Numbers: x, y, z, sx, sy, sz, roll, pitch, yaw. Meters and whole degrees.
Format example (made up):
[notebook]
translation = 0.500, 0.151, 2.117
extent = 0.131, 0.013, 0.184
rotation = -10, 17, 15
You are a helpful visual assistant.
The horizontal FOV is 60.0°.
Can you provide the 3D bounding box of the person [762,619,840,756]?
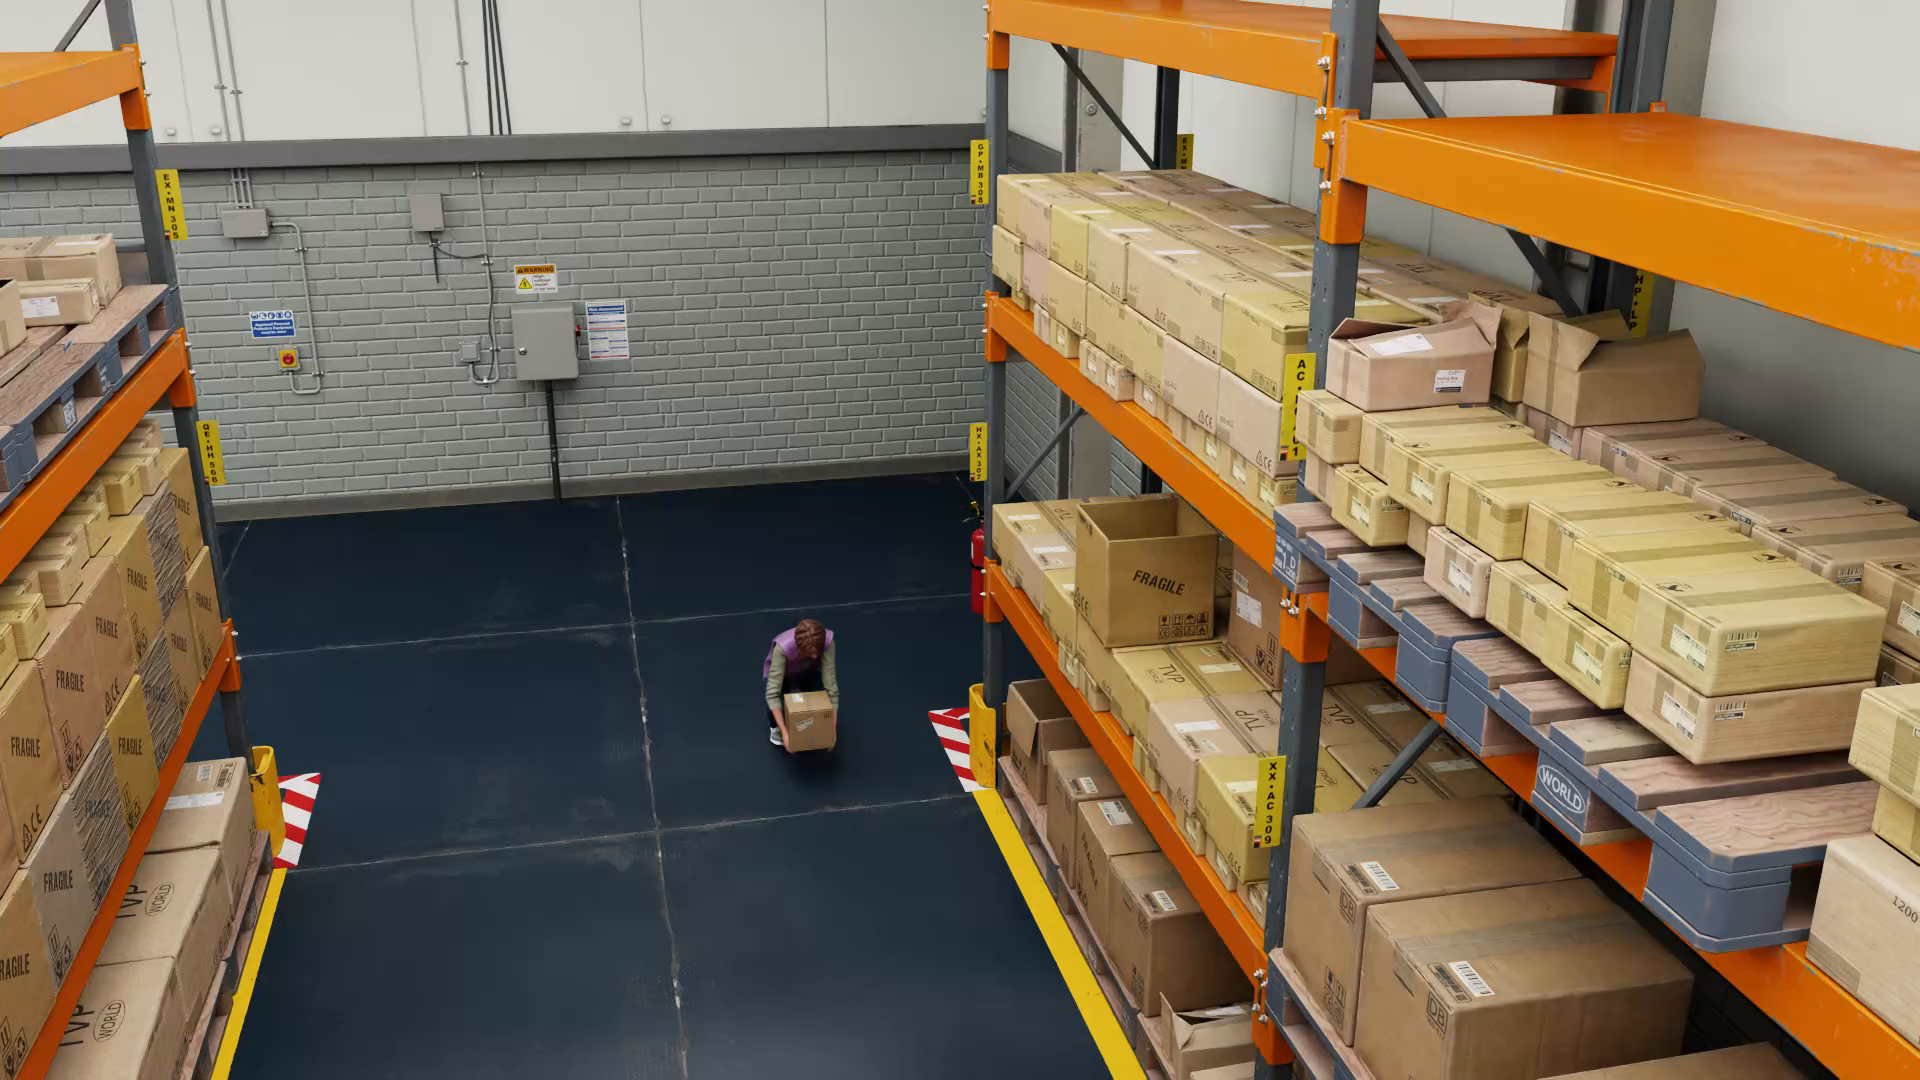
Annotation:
[person]
translation = -0.953, 0.823, 9.859
extent = 0.445, 0.897, 0.808
rotation = -5, 20, -13
